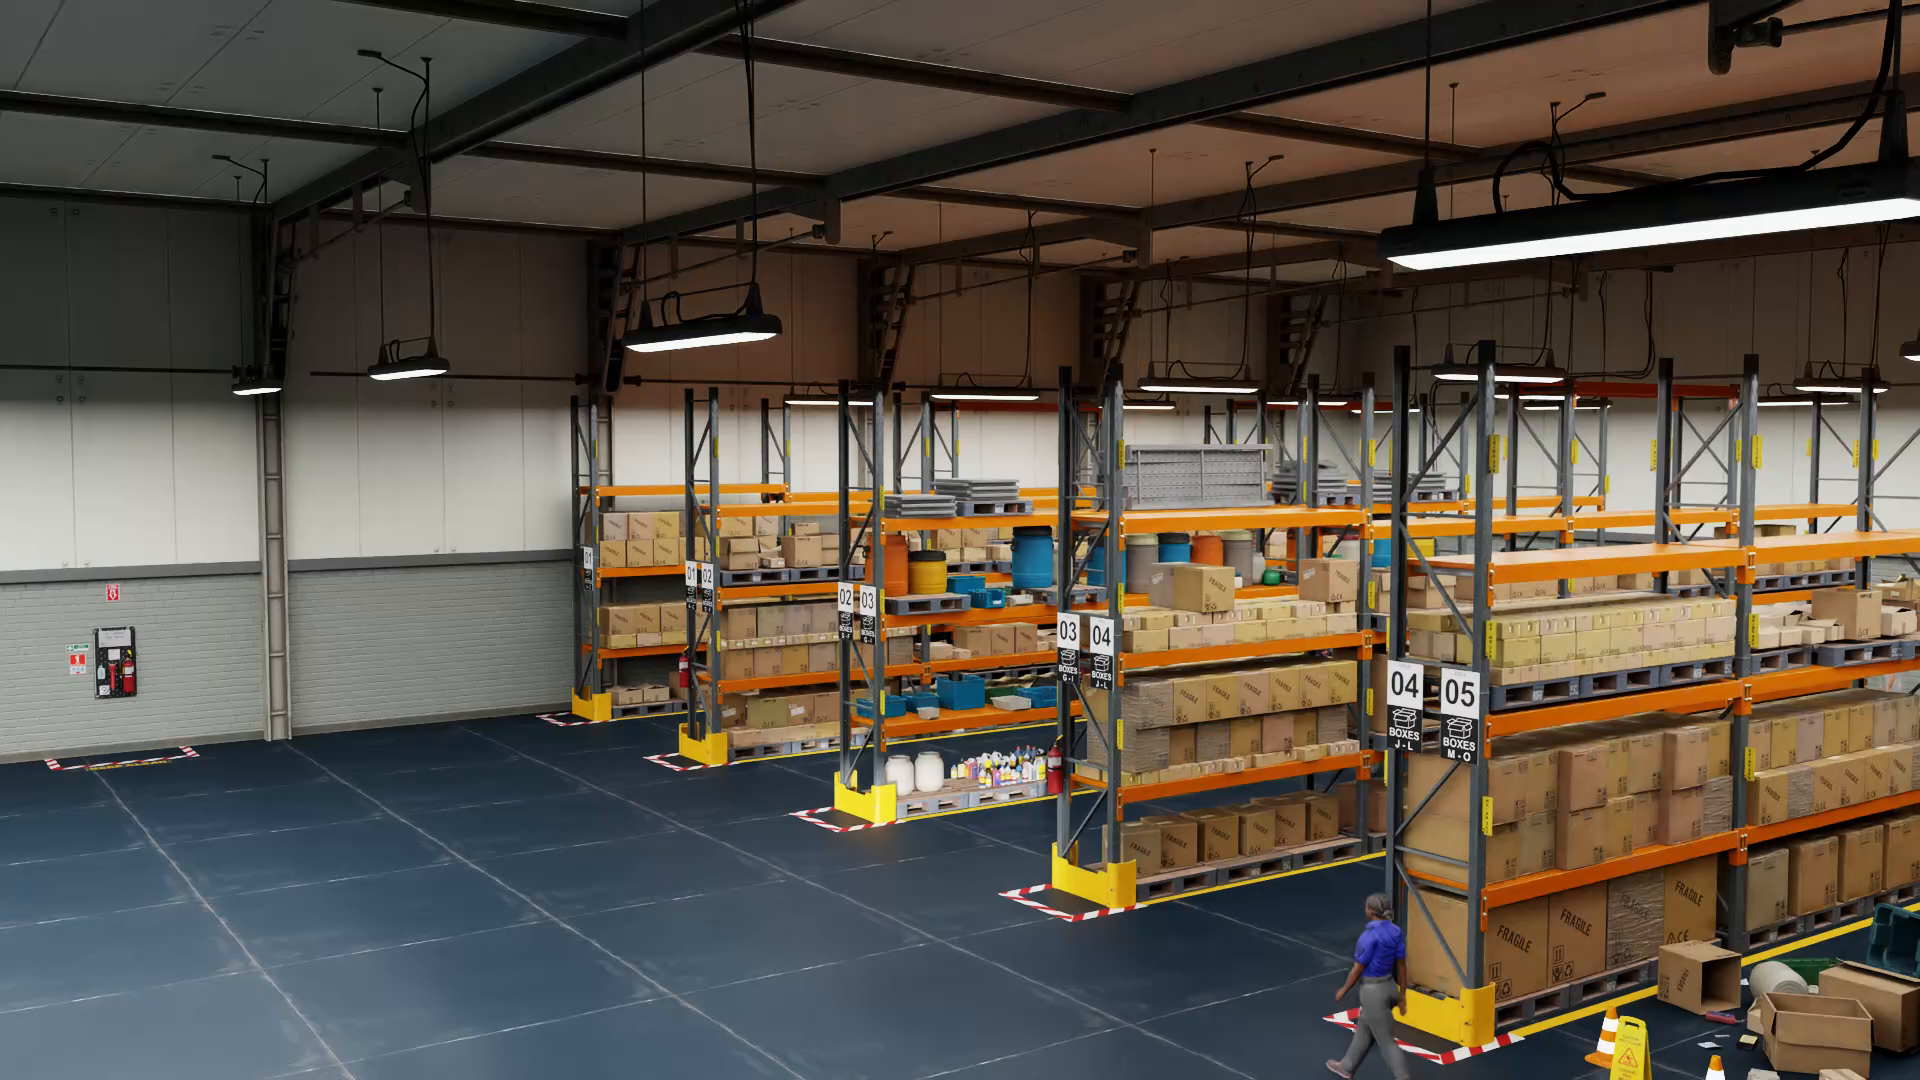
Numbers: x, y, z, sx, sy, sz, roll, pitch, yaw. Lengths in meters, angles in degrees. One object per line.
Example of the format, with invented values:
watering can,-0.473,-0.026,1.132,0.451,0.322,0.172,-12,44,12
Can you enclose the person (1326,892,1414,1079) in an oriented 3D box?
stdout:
person,3.218,3.548,13.063,0.459,1.603,0.980,-3,5,-43

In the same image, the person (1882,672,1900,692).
person,16.309,2.595,28.992,0.815,1.652,0.471,1,4,22

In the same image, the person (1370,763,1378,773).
person,6.471,2.777,25.718,0.544,1.758,0.630,-1,4,-16
